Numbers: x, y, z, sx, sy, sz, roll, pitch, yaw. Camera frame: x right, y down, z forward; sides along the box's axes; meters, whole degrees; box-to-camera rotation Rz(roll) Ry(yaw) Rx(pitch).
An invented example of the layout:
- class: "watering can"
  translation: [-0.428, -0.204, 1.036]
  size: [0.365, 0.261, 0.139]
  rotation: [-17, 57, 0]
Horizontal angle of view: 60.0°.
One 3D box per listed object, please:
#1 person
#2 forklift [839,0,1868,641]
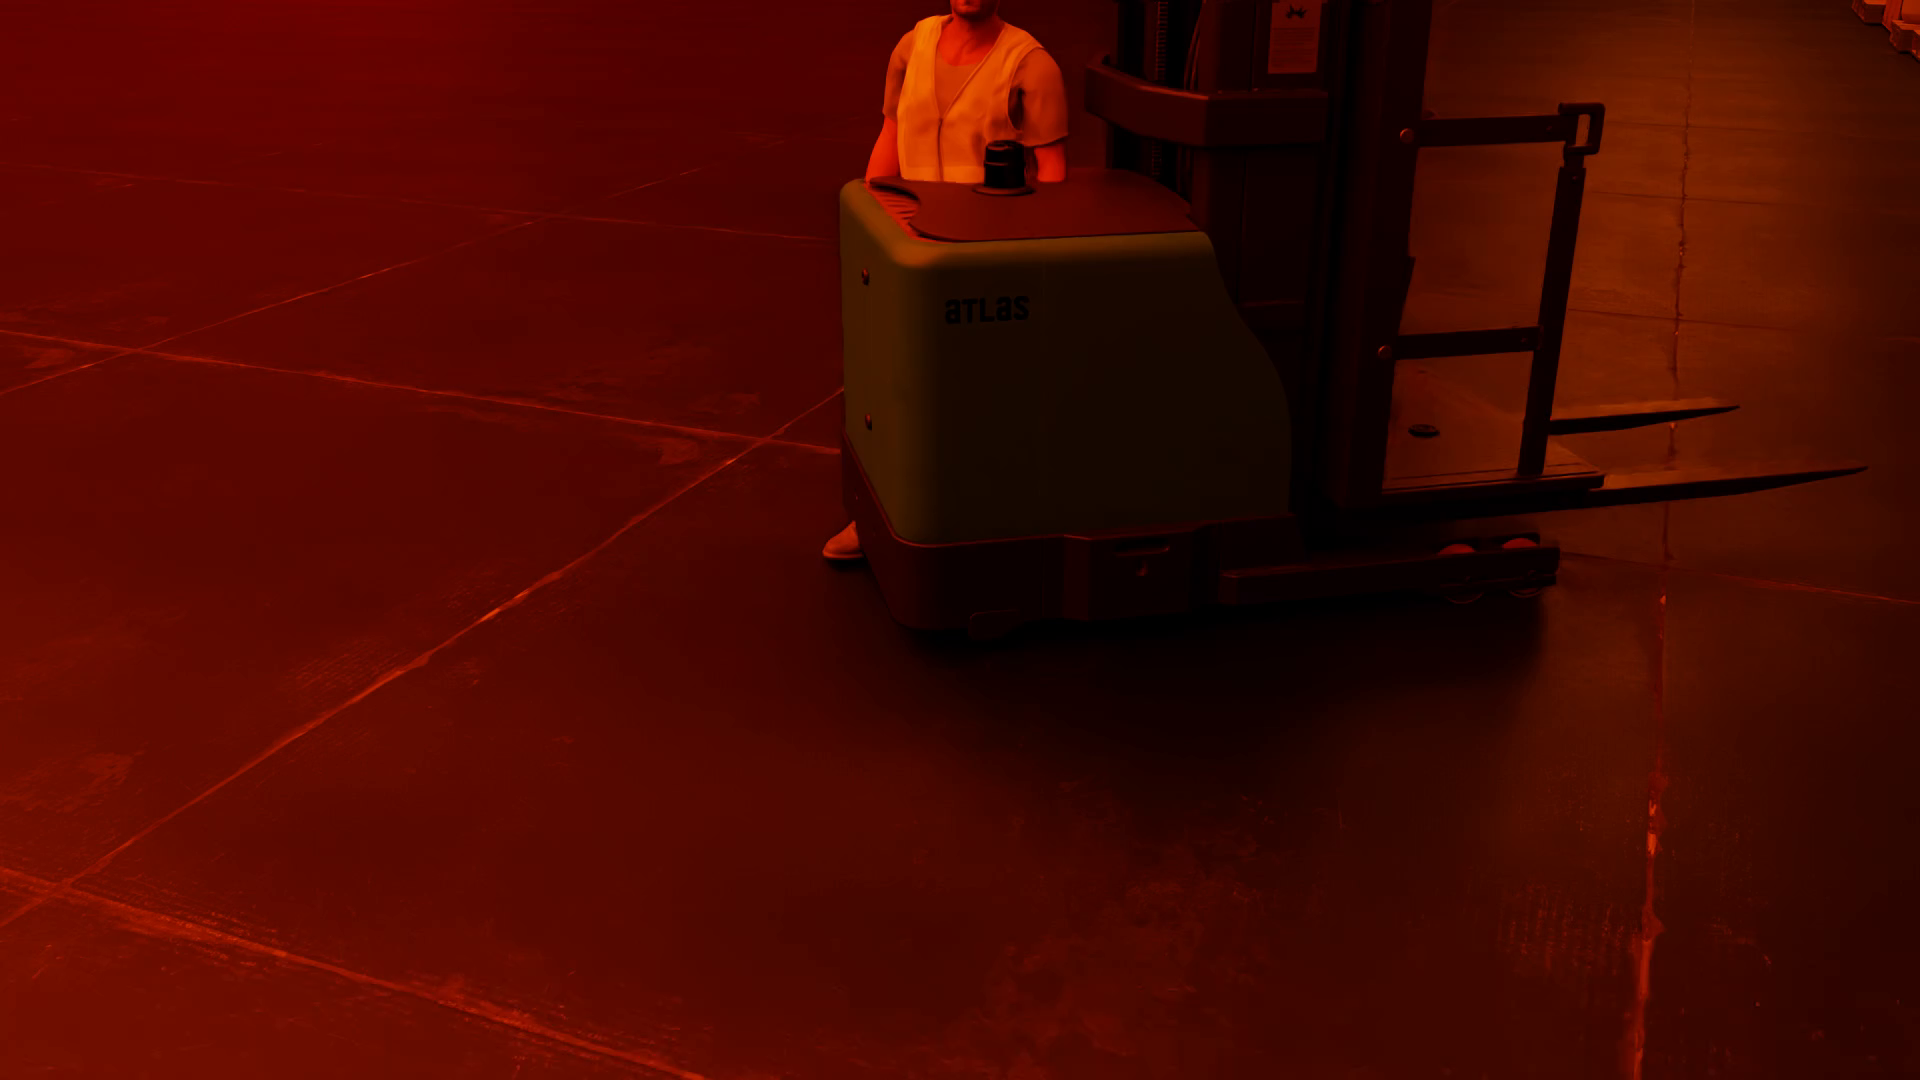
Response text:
- class: "person"
  translation: [-0.042, -0.806, 4.683]
  size: [0.637, 1.786, 0.567]
  rotation: [9, 24, 21]
- class: "forklift"
  translation: [1.209, -1.366, 4.560]
  size: [3.031, 2.935, 1.130]
  rotation: [-5, 23, -12]
